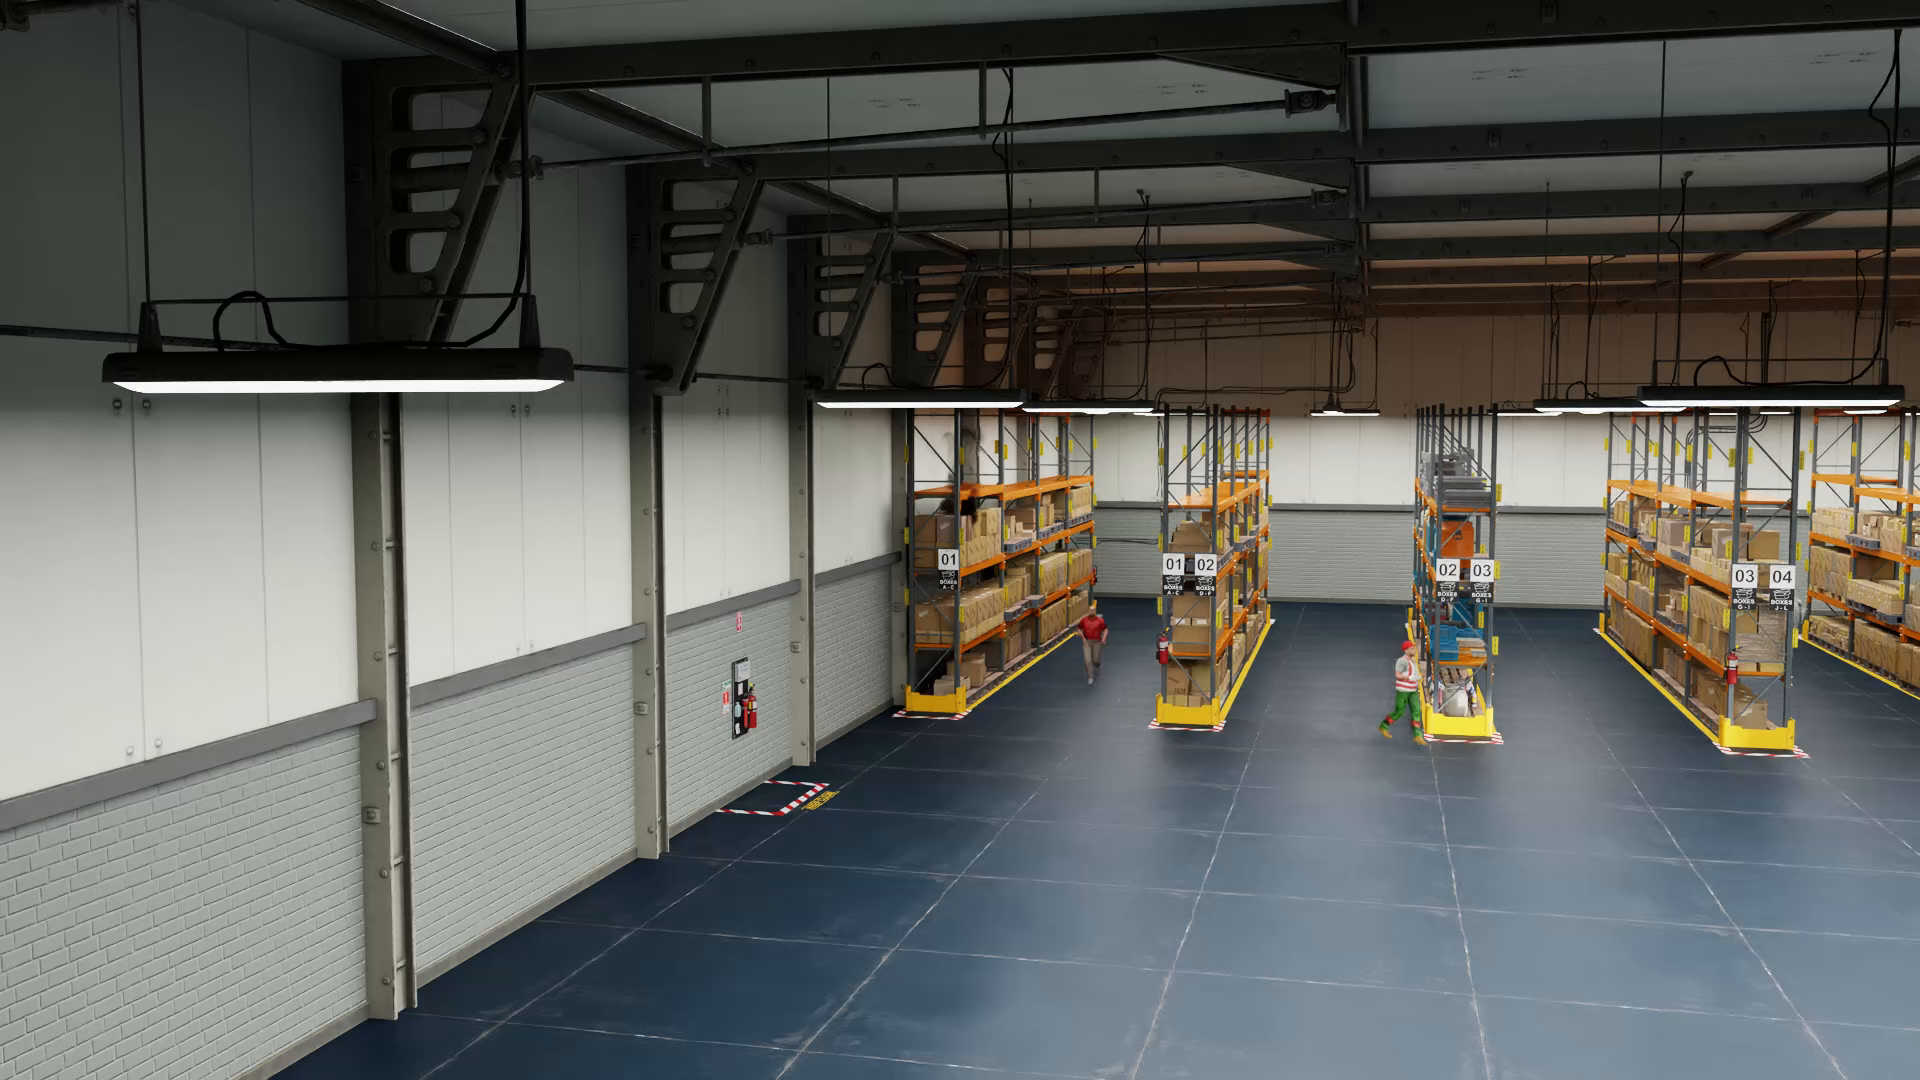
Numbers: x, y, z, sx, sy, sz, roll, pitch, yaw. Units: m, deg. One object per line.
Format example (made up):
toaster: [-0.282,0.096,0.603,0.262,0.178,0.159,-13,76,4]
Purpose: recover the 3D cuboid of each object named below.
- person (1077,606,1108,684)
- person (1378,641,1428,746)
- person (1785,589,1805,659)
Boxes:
person: [2.860,2.265,36.110,0.650,1.688,0.603,1,4,8]
person: [7.868,2.684,29.343,0.662,1.816,0.946,-4,6,-44]
person: [20.012,1.988,40.041,0.642,1.682,0.832,1,4,12]
